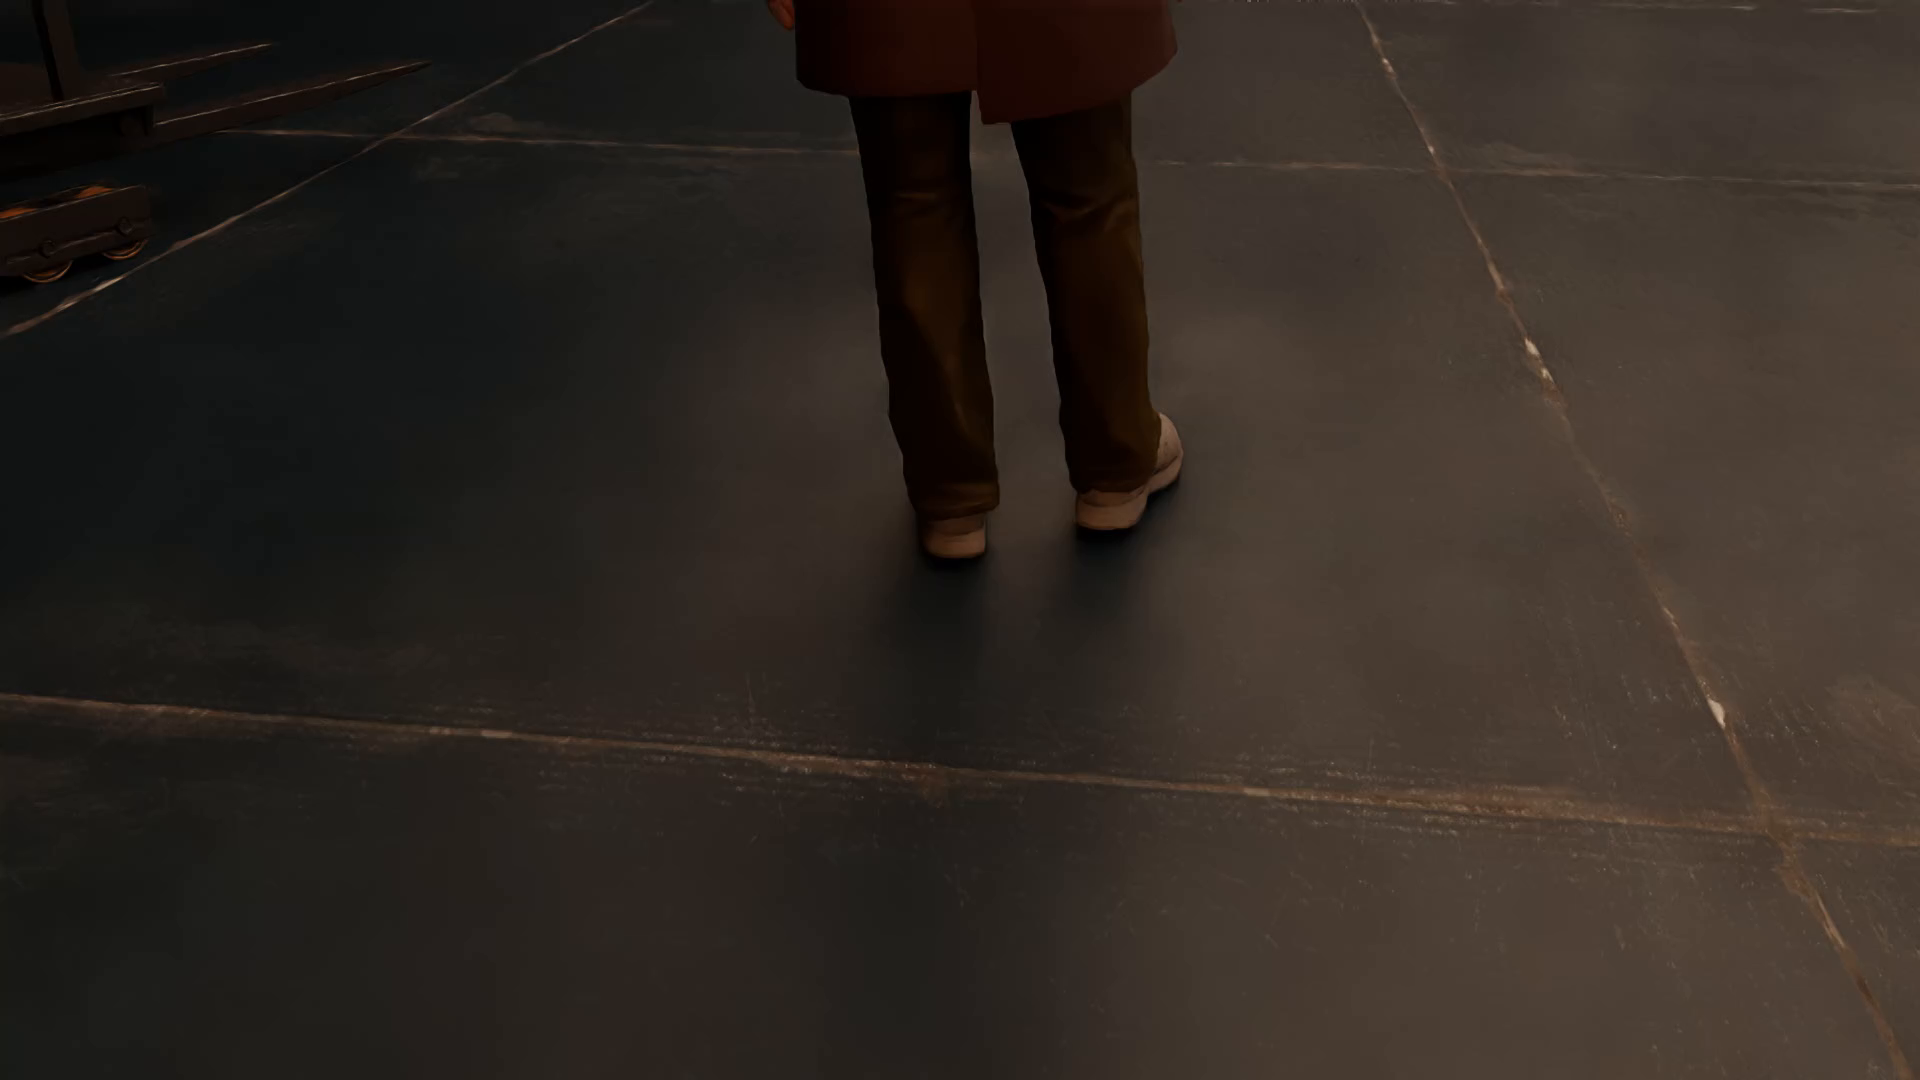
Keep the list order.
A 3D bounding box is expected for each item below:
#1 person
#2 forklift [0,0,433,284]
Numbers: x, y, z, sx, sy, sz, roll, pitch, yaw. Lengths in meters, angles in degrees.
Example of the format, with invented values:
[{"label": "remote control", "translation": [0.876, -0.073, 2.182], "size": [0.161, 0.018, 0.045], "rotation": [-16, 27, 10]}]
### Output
[{"label": "person", "translation": [0.017, -0.842, 2.180], "size": [0.694, 1.776, 0.580], "rotation": [3, 27, 7]}, {"label": "forklift", "translation": [-2.498, -1.950, 3.126], "size": [1.130, 2.935, 3.031], "rotation": [13, 29, 24]}]
